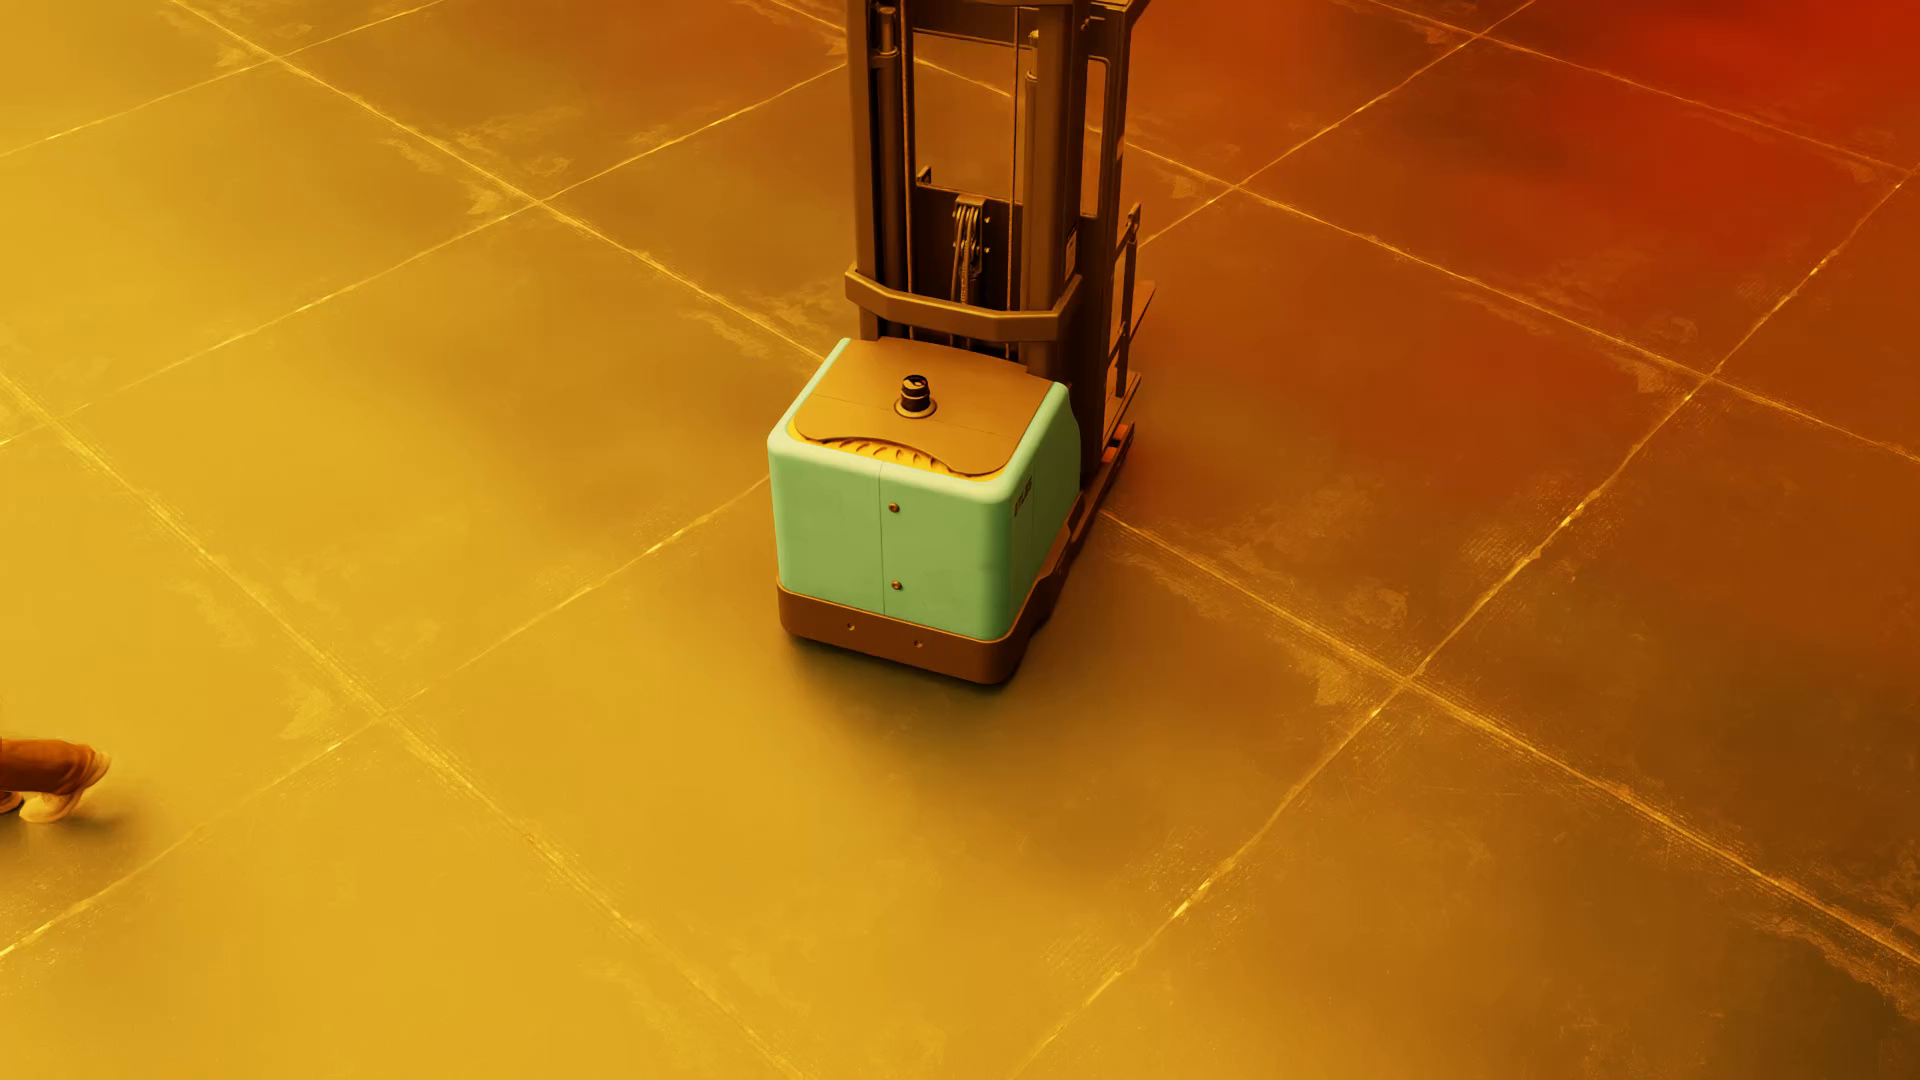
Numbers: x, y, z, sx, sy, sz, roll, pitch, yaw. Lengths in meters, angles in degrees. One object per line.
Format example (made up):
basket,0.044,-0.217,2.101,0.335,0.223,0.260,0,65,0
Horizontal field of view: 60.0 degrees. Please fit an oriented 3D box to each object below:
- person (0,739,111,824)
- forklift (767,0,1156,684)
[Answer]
person,-3.647,0.390,5.877,0.738,1.760,0.906,-26,47,-27
forklift,0.211,-1.484,7.158,1.130,2.935,3.031,14,42,15
